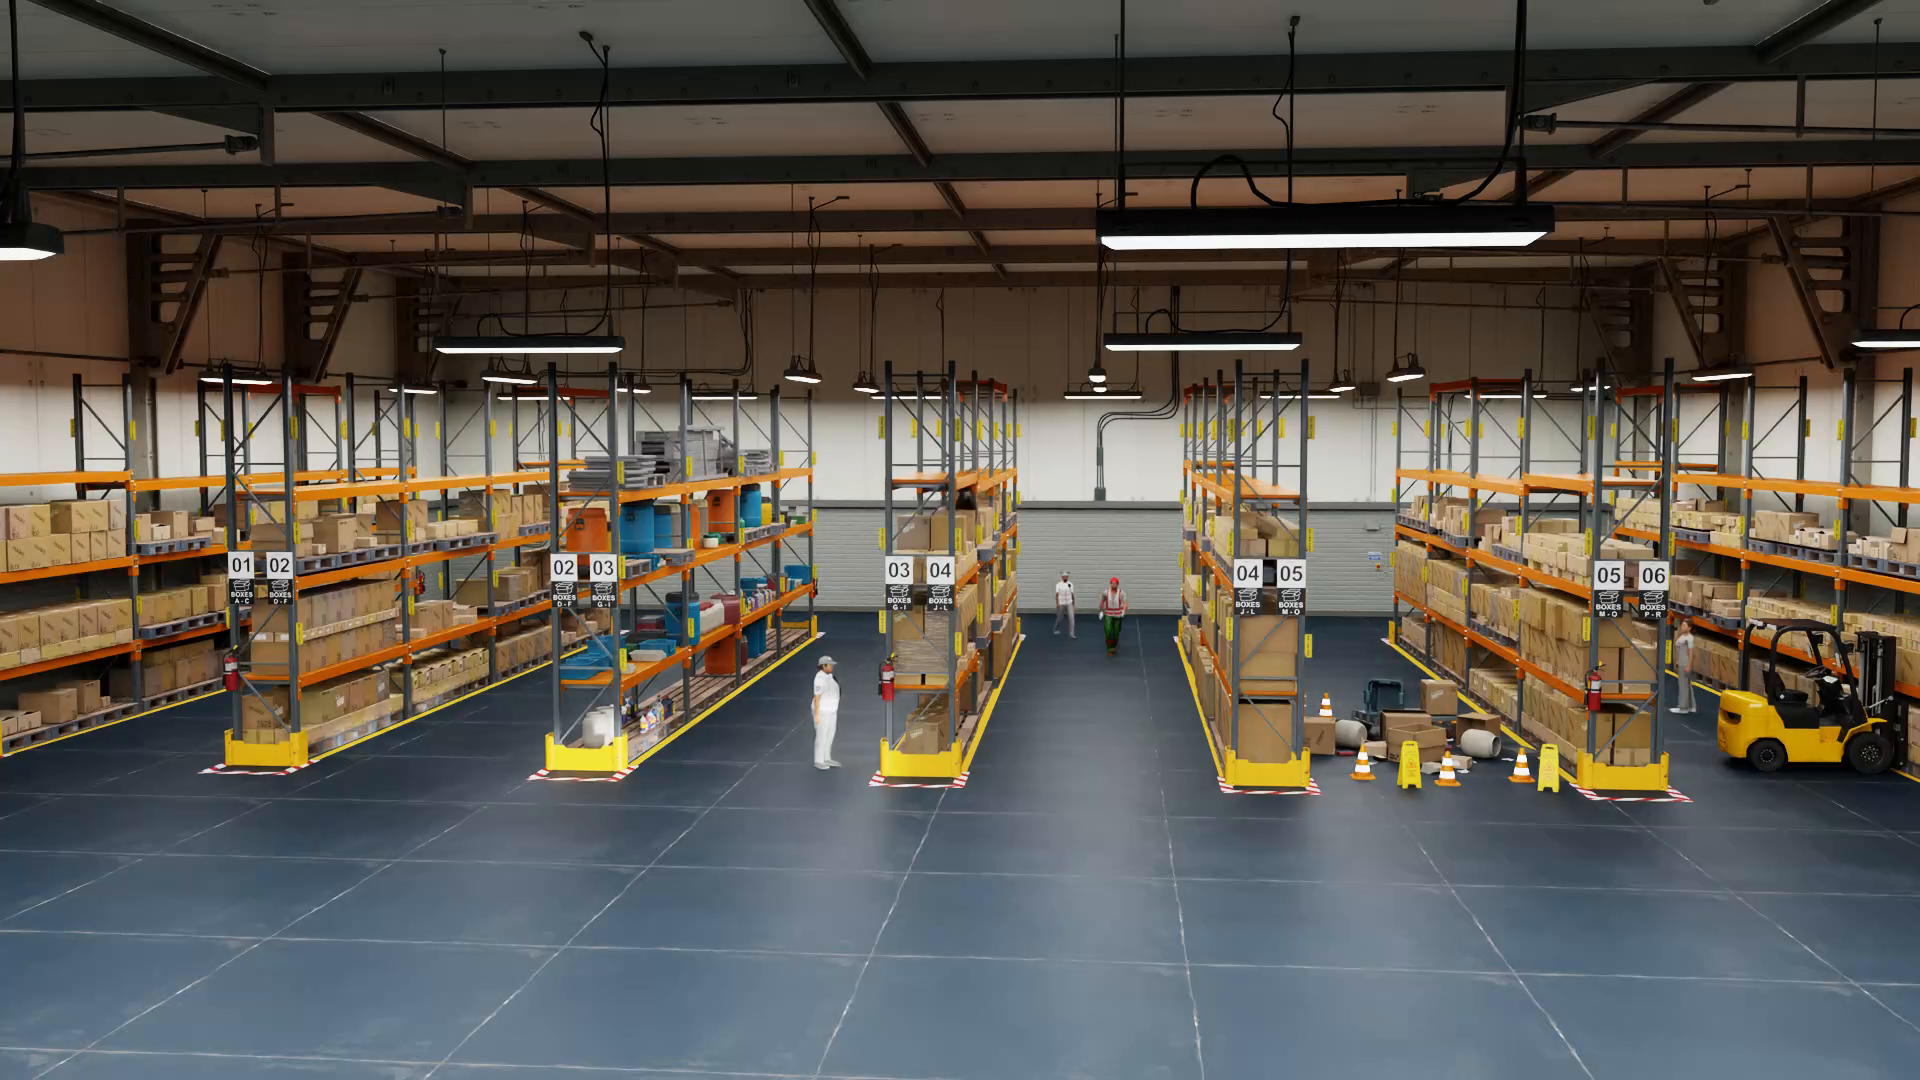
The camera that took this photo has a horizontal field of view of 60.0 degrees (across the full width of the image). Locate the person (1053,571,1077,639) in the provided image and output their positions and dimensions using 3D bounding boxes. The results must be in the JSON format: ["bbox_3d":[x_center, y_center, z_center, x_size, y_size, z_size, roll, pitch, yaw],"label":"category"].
[{"bbox_3d":[2.531,1.546,40.036,0.518,1.626,0.845,-1,4,-14],"label":"person"}]

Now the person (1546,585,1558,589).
[{"bbox_3d":[14.164,1.503,39.948,0.940,1.717,0.636,0,4,5],"label":"person"}]

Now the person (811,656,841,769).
[{"bbox_3d":[-2.000,2.551,24.687,0.391,1.671,0.577,1,4,17],"label":"person"}]

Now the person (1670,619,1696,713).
[{"bbox_3d":[12.861,2.233,29.510,0.418,1.675,0.479,2,4,28],"label":"person"}]

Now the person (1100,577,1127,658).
[{"bbox_3d":[3.419,1.729,37.057,0.618,1.812,0.877,0,4,5],"label":"person"}]
